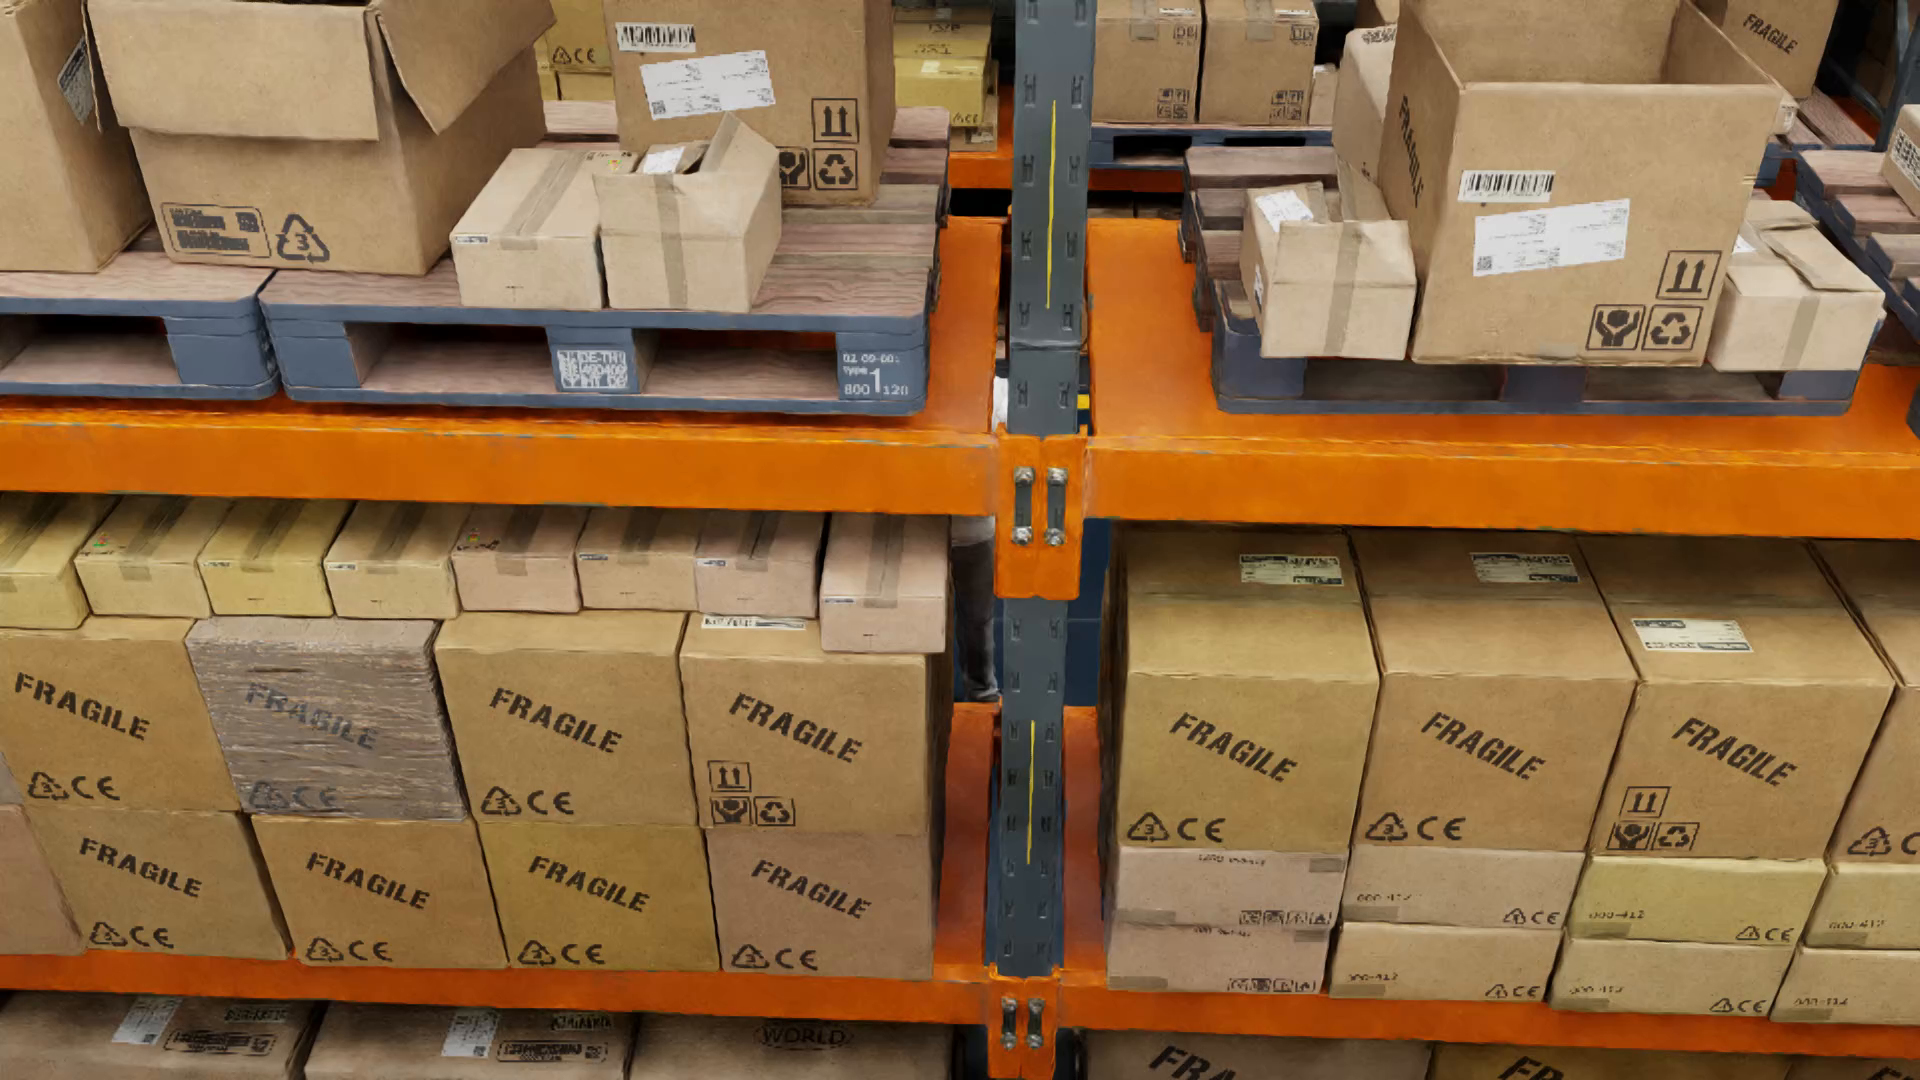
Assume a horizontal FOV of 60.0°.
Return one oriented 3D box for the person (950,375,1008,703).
[{"bbox_3d":[-0.021,-0.058,6.175,0.682,1.776,0.378,4,36,6],"label":"person"}]
